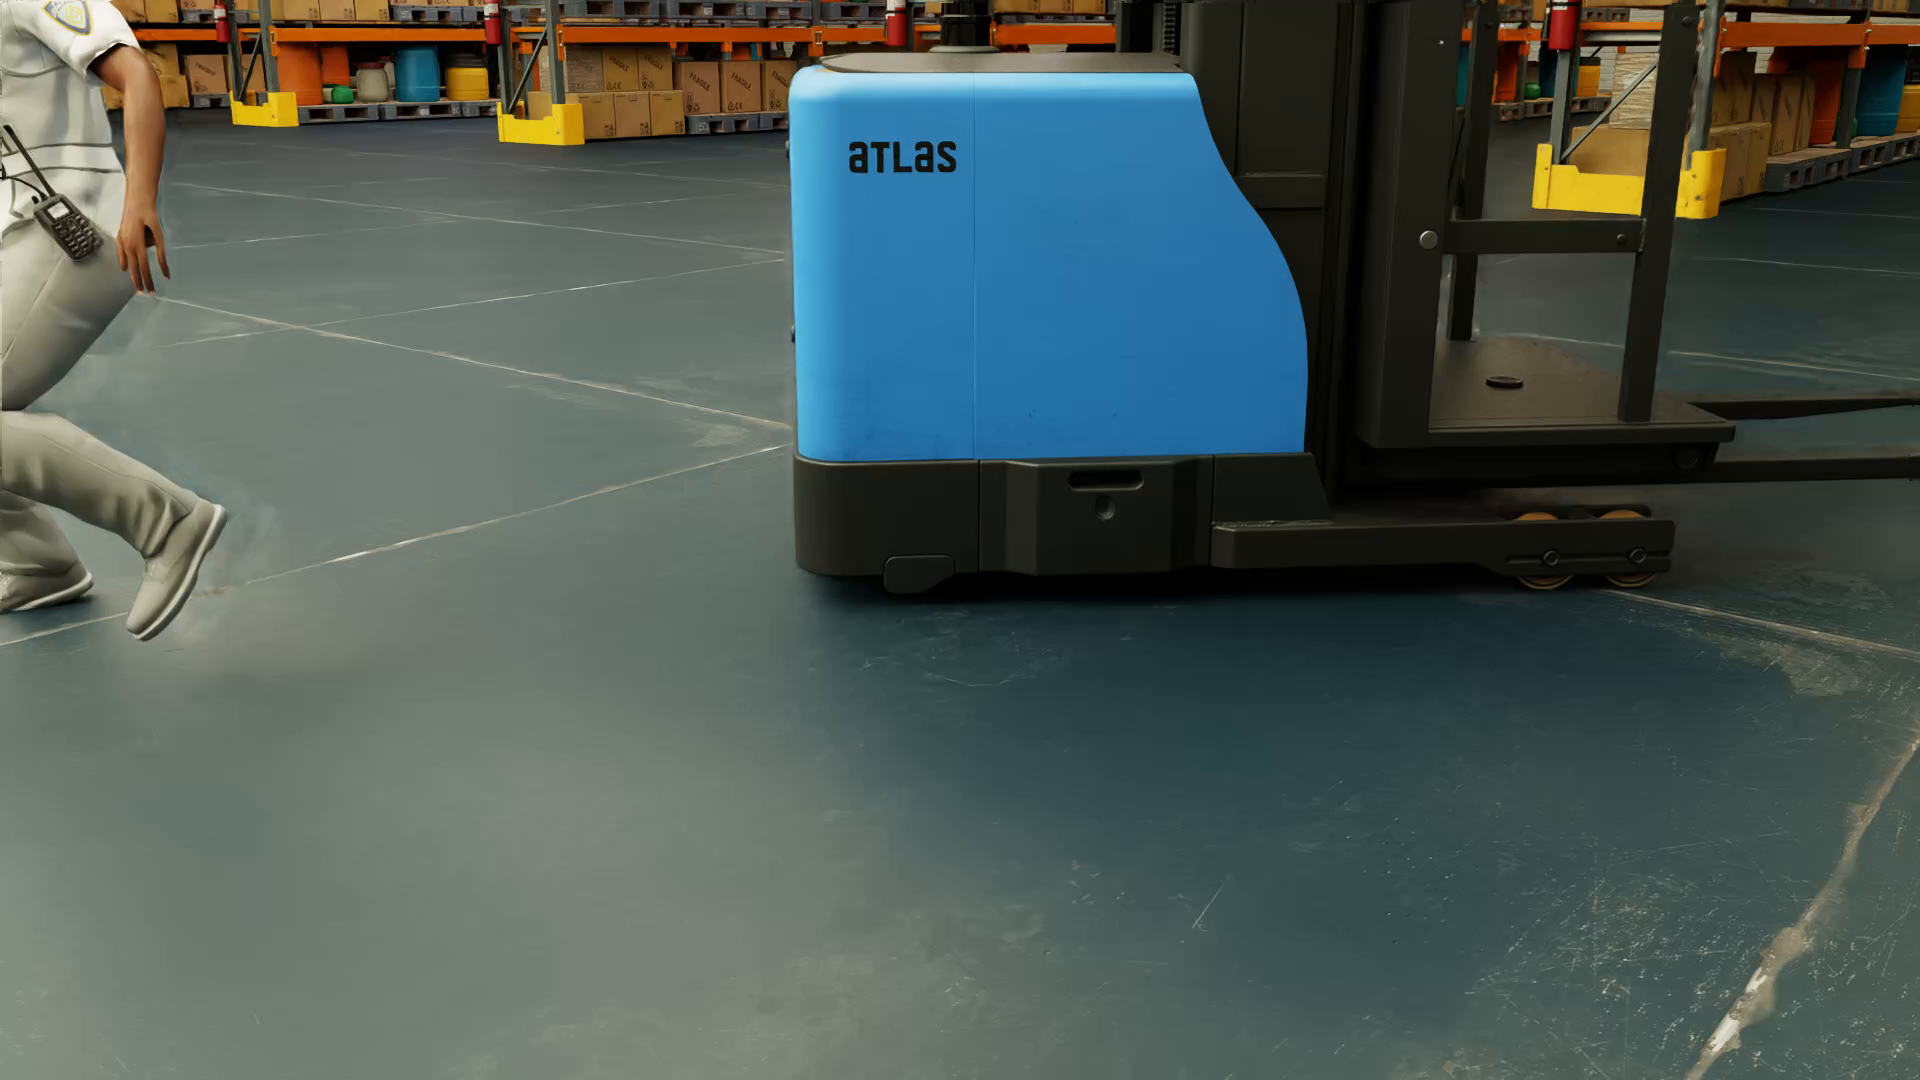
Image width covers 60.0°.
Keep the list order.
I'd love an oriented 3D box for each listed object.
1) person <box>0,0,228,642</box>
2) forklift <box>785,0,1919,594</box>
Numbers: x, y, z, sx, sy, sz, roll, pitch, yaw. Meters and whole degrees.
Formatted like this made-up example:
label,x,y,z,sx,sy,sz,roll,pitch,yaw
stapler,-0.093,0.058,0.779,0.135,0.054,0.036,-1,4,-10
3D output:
label,x,y,z,sx,sy,sz,roll,pitch,yaw
person,-1.817,-0.541,3.153,0.494,1.552,0.910,-16,23,-42
forklift,1.122,-1.446,3.661,3.031,2.935,1.130,-2,17,-5
